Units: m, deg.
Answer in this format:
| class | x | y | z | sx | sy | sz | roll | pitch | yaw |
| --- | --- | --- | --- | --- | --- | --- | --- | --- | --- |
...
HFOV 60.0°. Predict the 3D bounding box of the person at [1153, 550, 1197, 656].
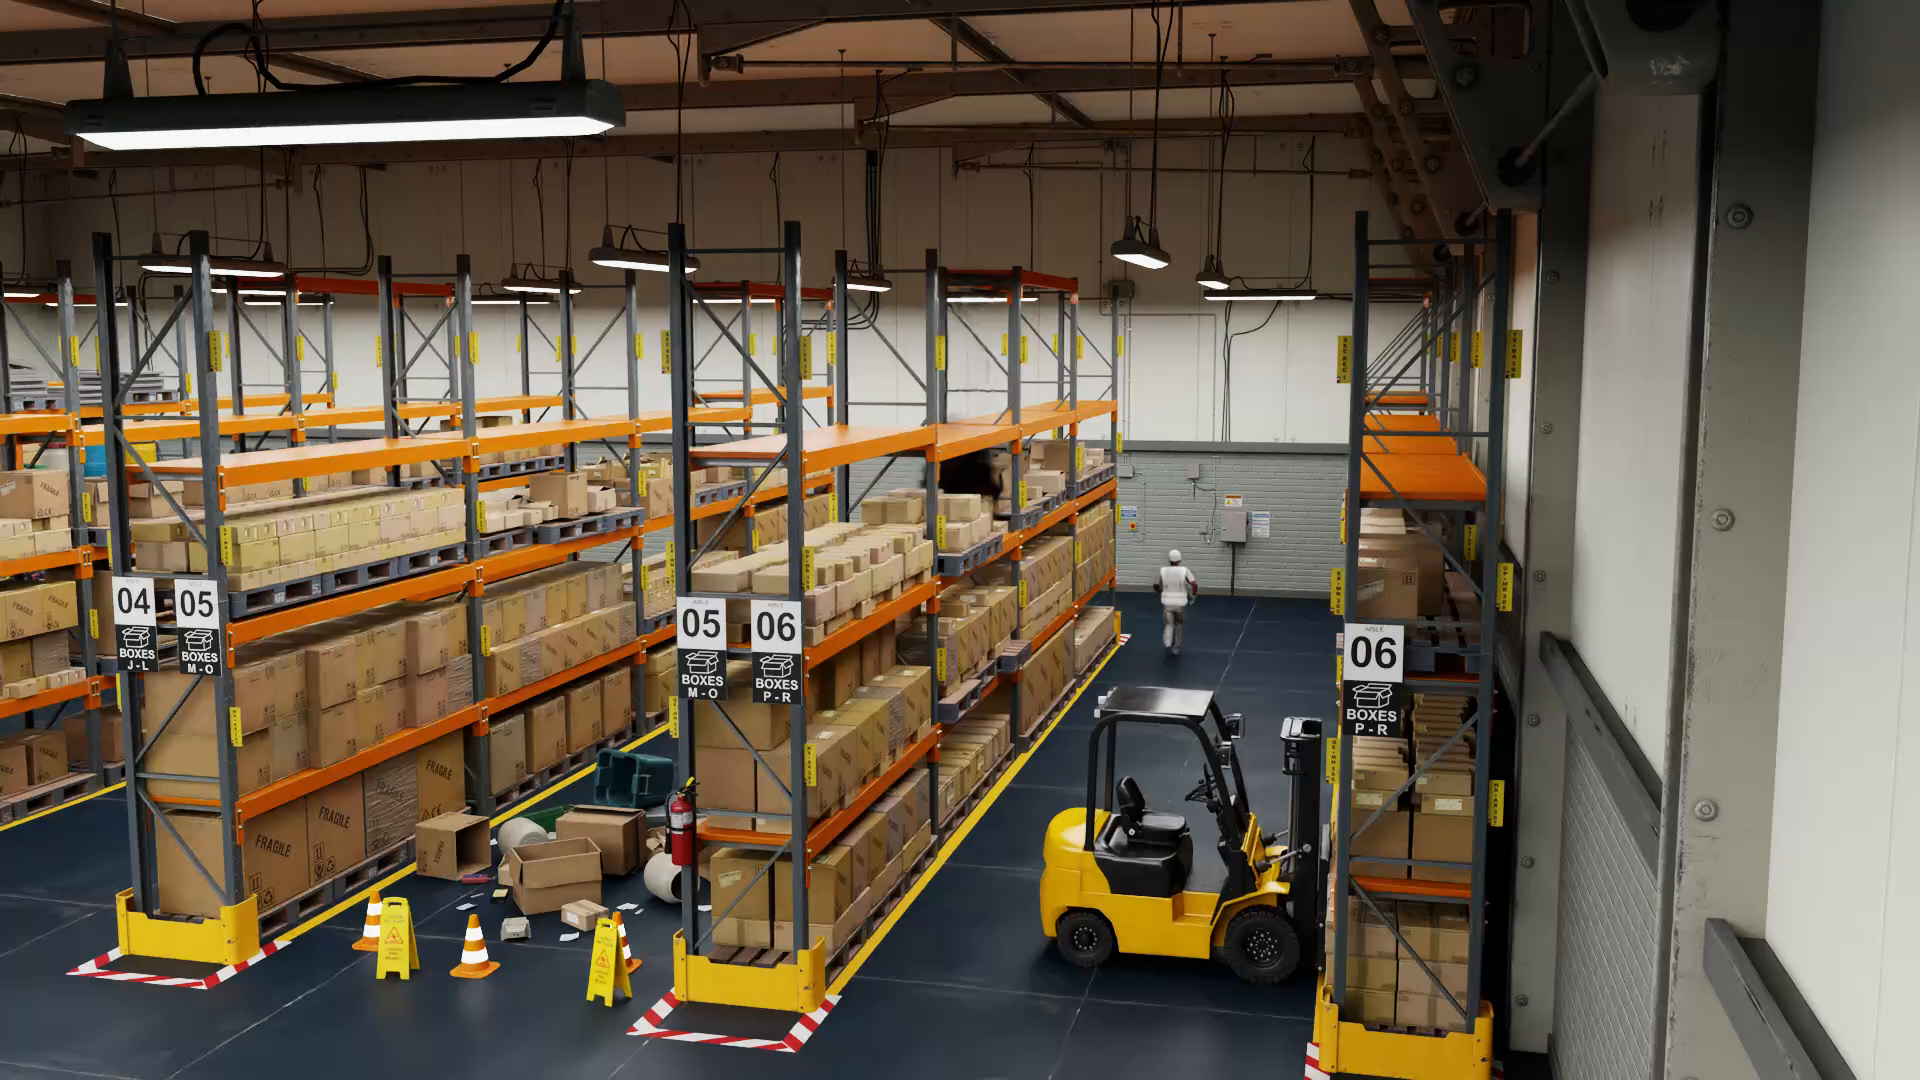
| class | x | y | z | sx | sy | sz | roll | pitch | yaw |
| --- | --- | --- | --- | --- | --- | --- | --- | --- | --- |
| person | 3.460 | 1.035 | 26.745 | 0.693 | 1.770 | 0.943 | 1 | 7 | 7 |
